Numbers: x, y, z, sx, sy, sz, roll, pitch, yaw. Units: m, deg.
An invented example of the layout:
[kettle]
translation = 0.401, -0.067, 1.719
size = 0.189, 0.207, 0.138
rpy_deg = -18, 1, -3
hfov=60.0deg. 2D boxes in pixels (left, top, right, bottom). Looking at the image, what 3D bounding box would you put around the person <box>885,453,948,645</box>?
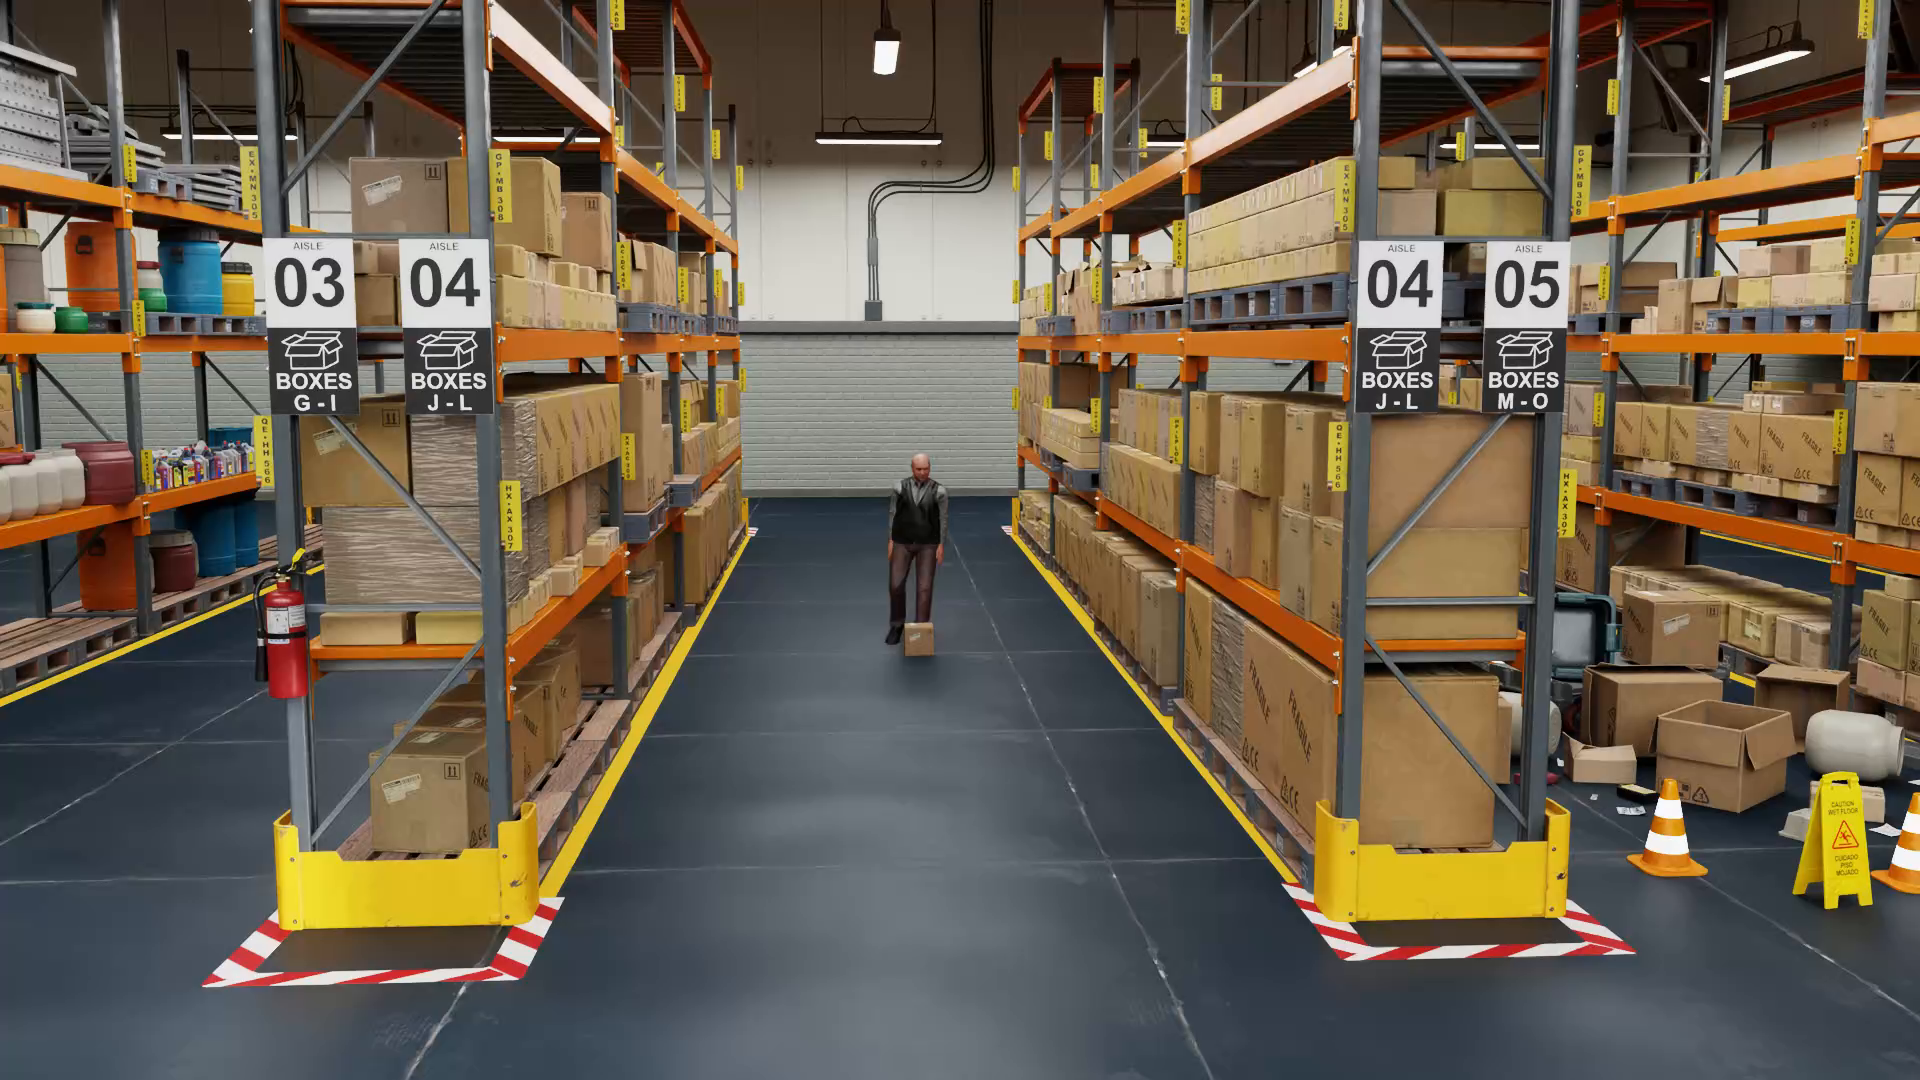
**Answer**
[person]
translation = -0.395, 0.095, 15.030
size = 0.573, 1.751, 0.491
rpy_deg = 0, 7, 2
